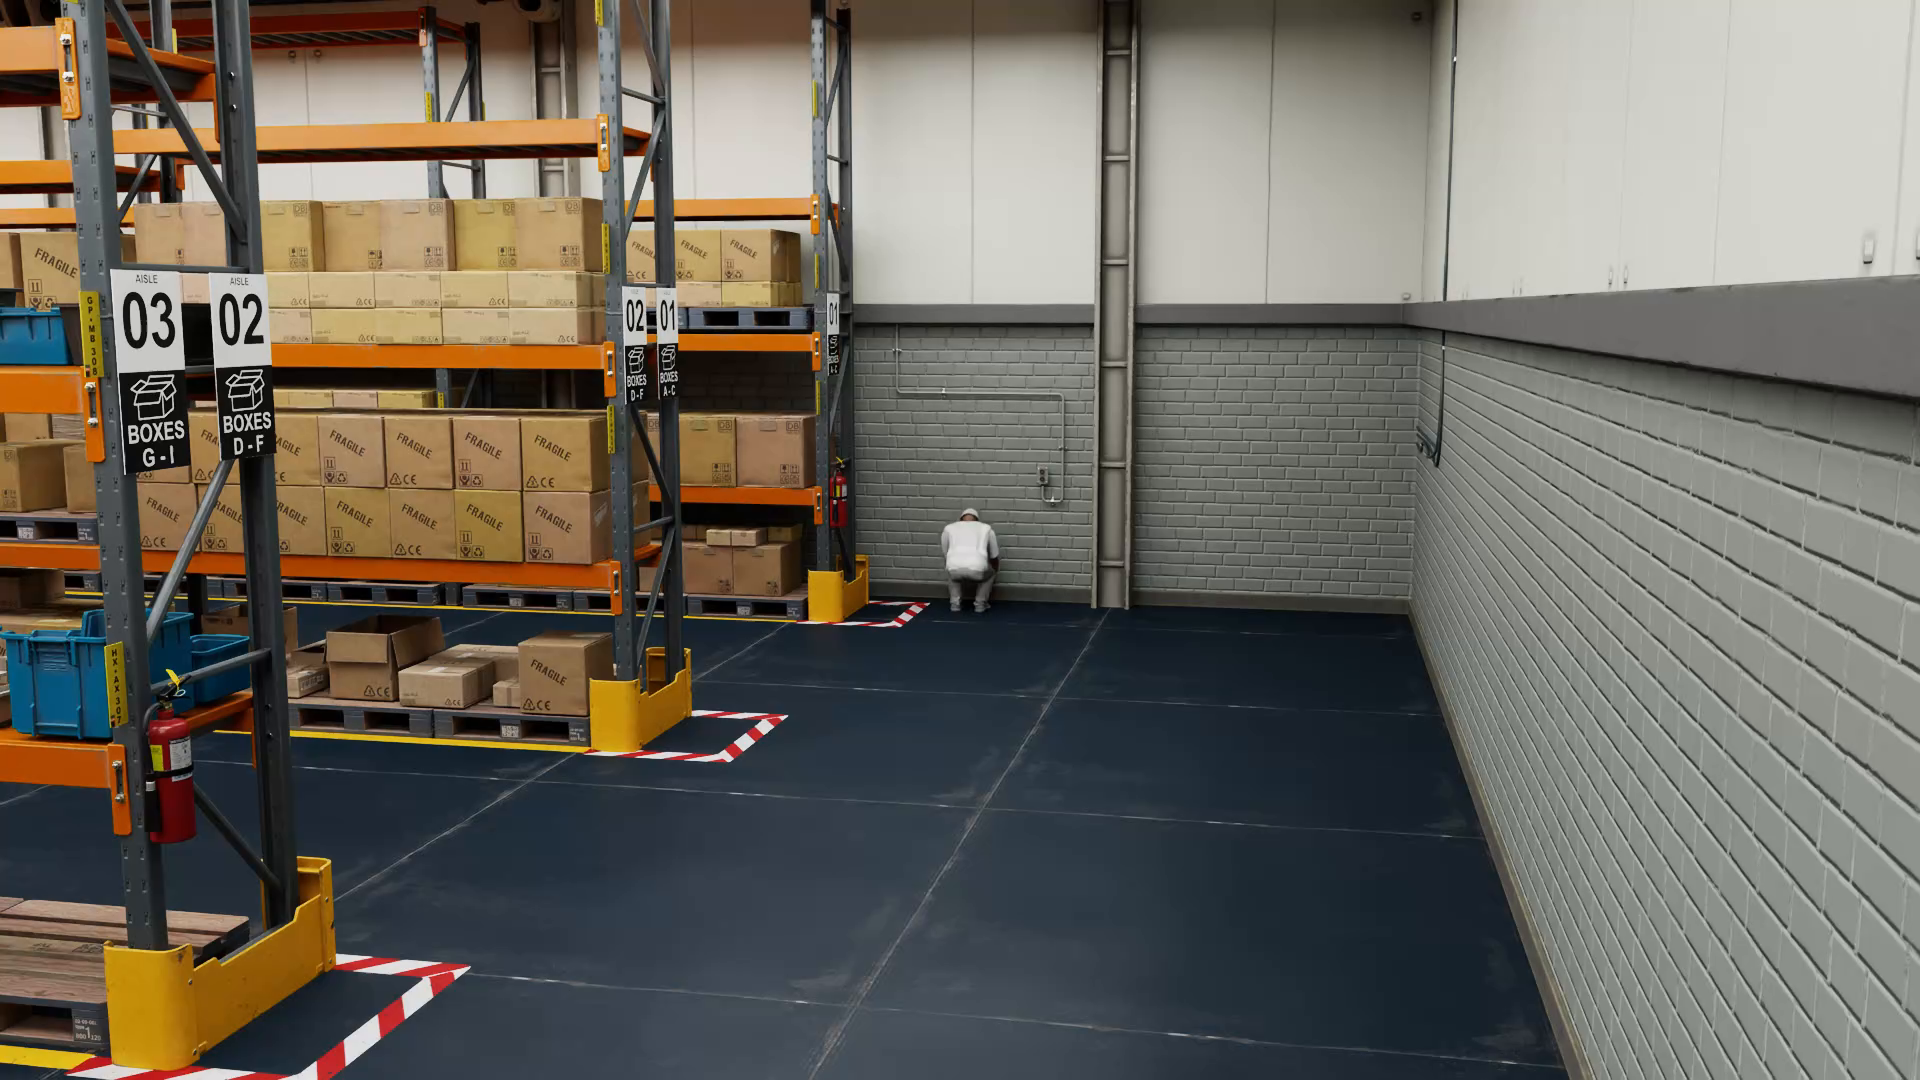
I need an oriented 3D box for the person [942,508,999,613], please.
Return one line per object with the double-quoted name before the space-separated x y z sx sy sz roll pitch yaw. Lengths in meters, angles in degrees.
"person" 0.082 0.203 17.071 0.586 1.001 0.898 2 8 11
